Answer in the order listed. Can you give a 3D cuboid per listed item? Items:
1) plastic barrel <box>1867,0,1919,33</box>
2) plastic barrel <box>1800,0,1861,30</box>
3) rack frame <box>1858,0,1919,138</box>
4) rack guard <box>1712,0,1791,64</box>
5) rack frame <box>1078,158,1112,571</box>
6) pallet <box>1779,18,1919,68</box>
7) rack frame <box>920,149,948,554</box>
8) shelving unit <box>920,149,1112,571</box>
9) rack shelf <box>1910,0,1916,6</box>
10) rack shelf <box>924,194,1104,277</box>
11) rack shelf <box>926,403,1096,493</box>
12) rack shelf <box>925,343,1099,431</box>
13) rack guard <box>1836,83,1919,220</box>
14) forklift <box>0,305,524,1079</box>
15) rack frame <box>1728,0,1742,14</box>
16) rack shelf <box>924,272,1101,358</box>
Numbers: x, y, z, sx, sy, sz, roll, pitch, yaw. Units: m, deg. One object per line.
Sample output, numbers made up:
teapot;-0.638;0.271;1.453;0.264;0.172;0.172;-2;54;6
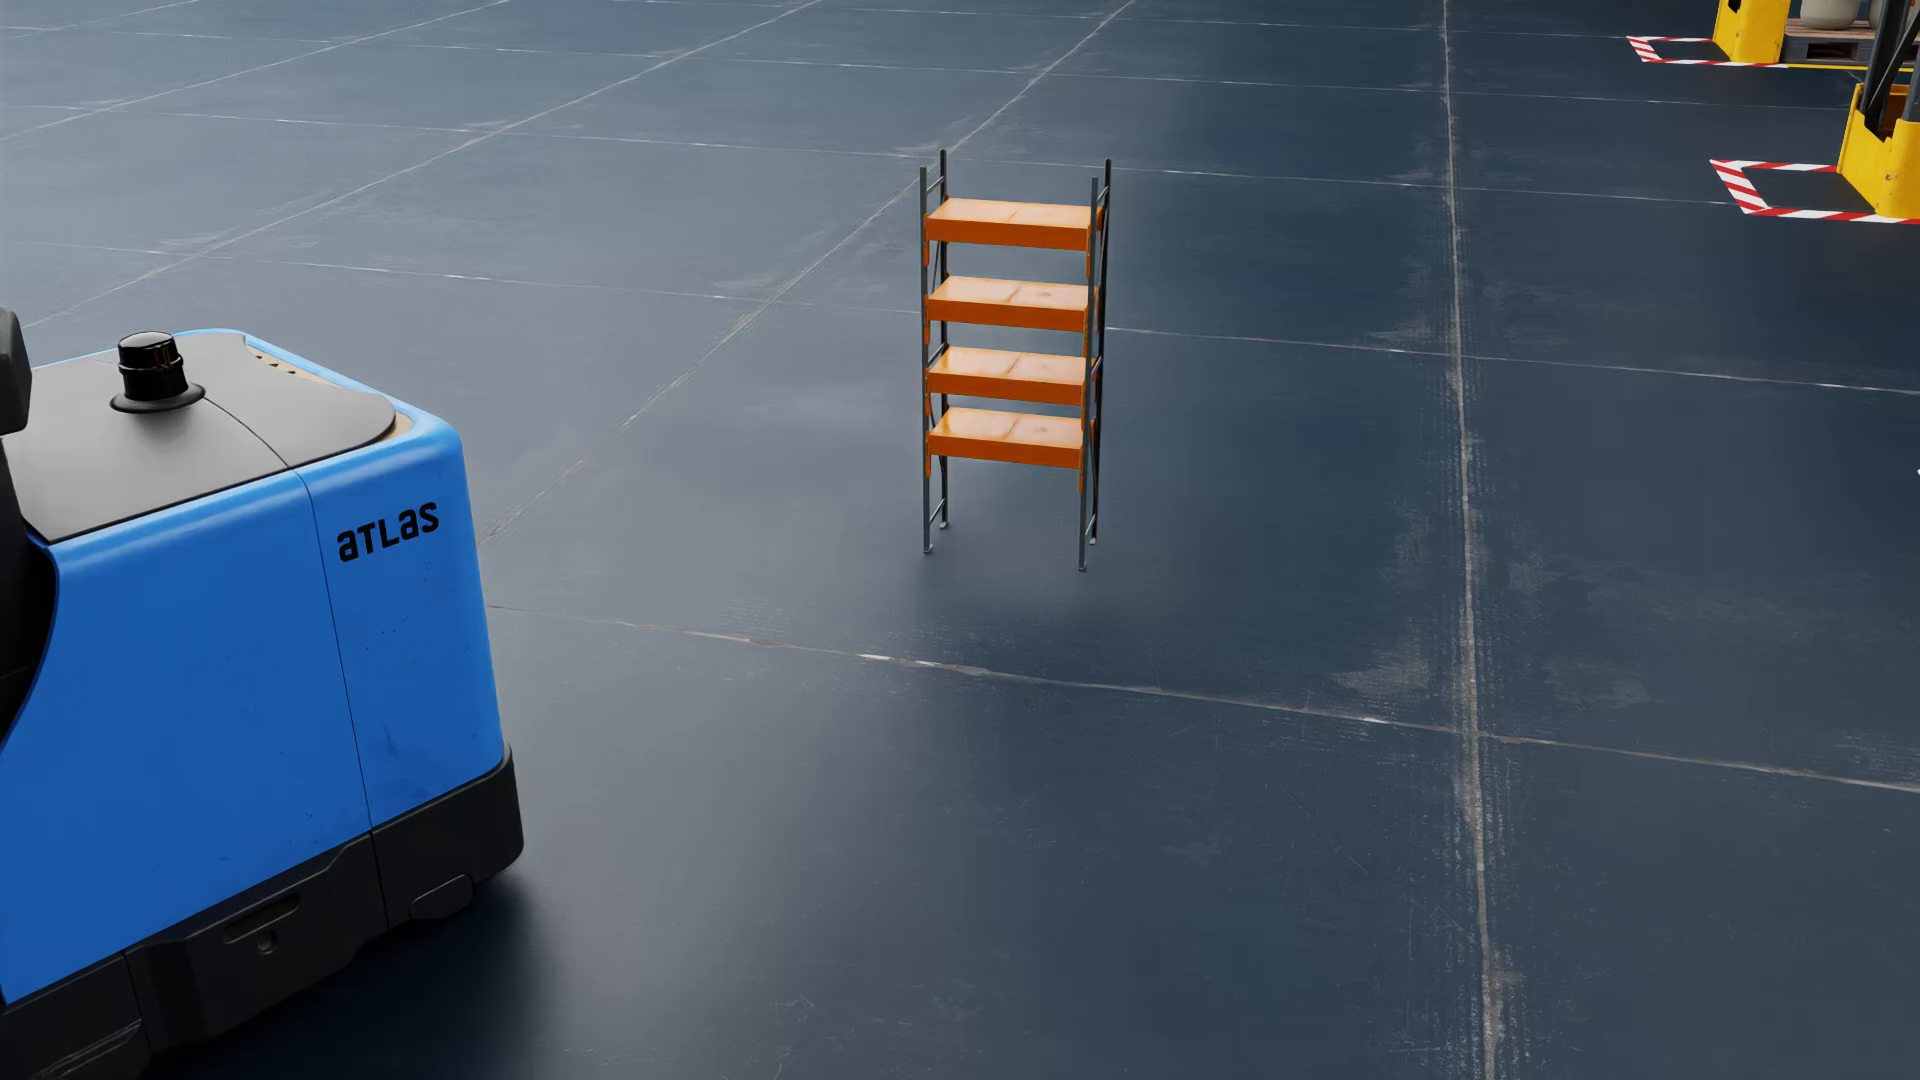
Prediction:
plastic barrel;7.519;-4.343;13.288;0.421;0.512;0.421;0;25;0
plastic barrel;7.034;-4.396;13.400;0.421;0.512;0.421;0;25;0
rack frame;5.144;-3.307;8.706;0.127;3.000;1.000;6;26;13
rack guard;6.463;-4.252;13.598;0.348;0.500;1.175;6;26;13
rack frame;0.397;-0.498;4.900;0.015;1.200;0.240;6;26;13
pallet;7.248;-4.032;13.473;1.213;0.211;1.003;6;26;13
rack frame;-0.076;-0.550;5.010;0.015;1.200;0.240;6;26;13
shelving unit;0.160;-0.524;4.955;0.503;1.200;0.258;6;26;13
rack shelf;7.081;-2.768;8.411;4.000;0.370;1.077;6;26;13
rack shelf;0.160;-0.879;4.786;0.480;0.148;0.258;6;26;13
rack shelf;0.160;-0.284;5.069;0.480;0.148;0.258;6;26;13
rack shelf;0.160;-0.463;4.984;0.480;0.148;0.258;6;26;13
rack guard;5.217;-2.170;9.226;0.348;0.500;1.175;6;26;13
forklift;-2.317;-0.246;2.356;1.130;2.935;3.031;21;33;37
rack frame;6.377;-5.369;13.037;0.127;3.000;1.000;6;26;13
rack shelf;0.160;-0.665;4.888;0.480;0.148;0.258;6;26;13
